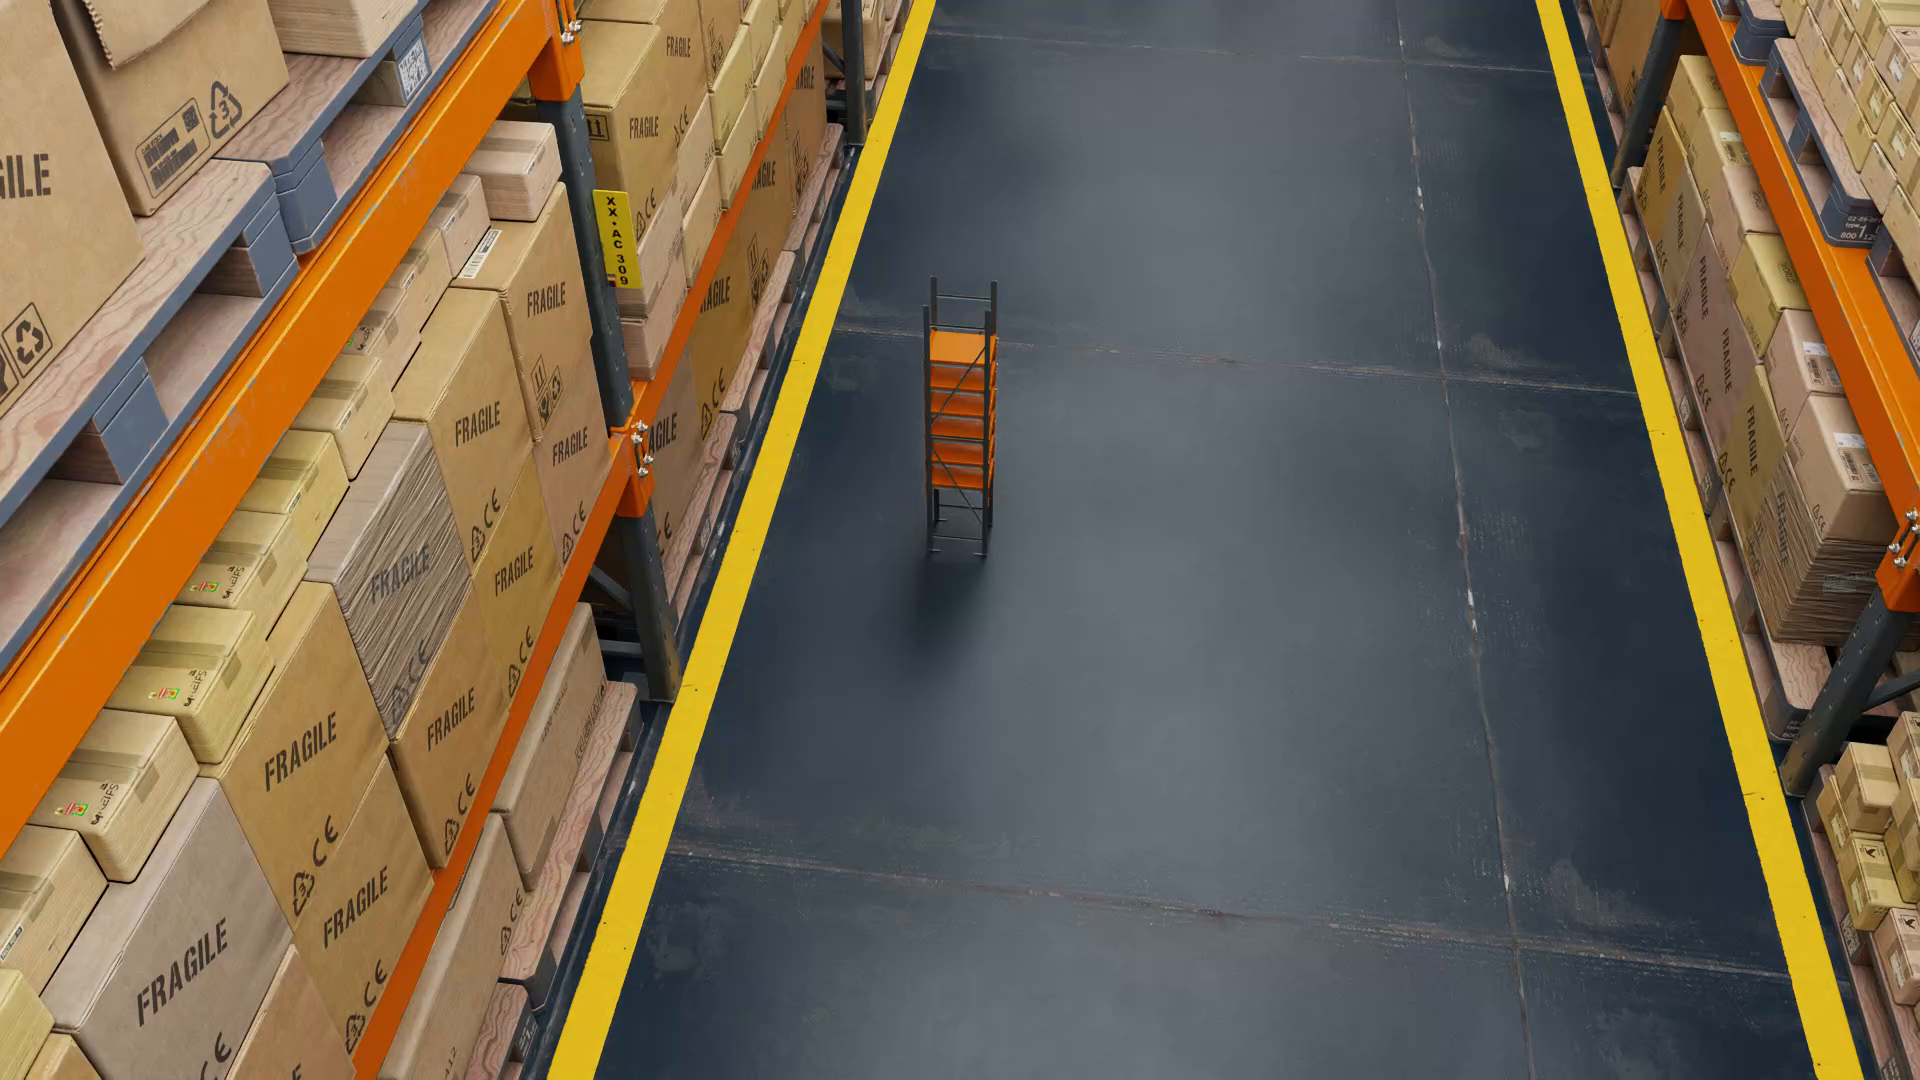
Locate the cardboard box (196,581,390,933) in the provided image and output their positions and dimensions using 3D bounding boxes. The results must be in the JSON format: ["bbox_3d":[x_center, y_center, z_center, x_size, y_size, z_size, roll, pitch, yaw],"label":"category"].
[{"bbox_3d":[-1.533,0.412,3.334,0.500,0.500,0.500,5,44,6],"label":"cardboard box"}]

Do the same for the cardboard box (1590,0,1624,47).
[{"bbox_3d":[4.194,-3.253,9.335,1.050,0.750,0.750,6,44,6],"label":"cardboard box"}]

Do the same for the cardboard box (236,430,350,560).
[{"bbox_3d":[-1.493,-0.100,3.402,0.380,0.149,0.250,4,44,5],"label":"cardboard box"}]

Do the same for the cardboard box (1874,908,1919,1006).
[{"bbox_3d":[3.000,1.269,4.996,0.380,0.149,0.250,5,44,5],"label":"cardboard box"}]

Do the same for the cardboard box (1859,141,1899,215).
[{"bbox_3d":[3.373,-1.246,5.762,0.380,0.149,0.250,4,44,4],"label":"cardboard box"}]

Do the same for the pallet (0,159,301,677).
[{"bbox_3d":[-1.819,-0.241,2.706,1.003,0.211,1.213,5,44,6],"label":"pallet"}]

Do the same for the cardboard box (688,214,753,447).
[{"bbox_3d":[-1.422,-0.997,6.861,0.875,0.875,0.875,6,44,7],"label":"cardboard box"}]

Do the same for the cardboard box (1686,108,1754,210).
[{"bbox_3d":[3.514,-1.638,7.266,0.500,0.250,0.500,5,44,5],"label":"cardboard box"}]

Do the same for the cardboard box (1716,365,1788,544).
[{"bbox_3d":[3.300,-0.310,6.409,0.500,0.500,0.500,4,44,5],"label":"cardboard box"}]

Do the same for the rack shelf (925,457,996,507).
[{"bbox_3d":[0.002,-0.239,6.543,0.258,0.103,0.180,5,44,6],"label":"rack shelf"}]

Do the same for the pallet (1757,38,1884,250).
[{"bbox_3d":[3.691,-1.492,6.284,1.003,0.211,1.213,5,44,6],"label":"pallet"}]

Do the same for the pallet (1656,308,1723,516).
[{"bbox_3d":[3.644,-0.540,7.167,1.003,0.211,1.213,5,44,6],"label":"pallet"}]

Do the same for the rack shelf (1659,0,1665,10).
[{"bbox_3d":[4.177,-4.016,9.333,1.077,0.370,4.000,5,44,6],"label":"rack shelf"}]

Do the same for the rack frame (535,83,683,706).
[{"bbox_3d":[-1.537,-0.570,5.170,1.000,3.000,0.127,5,44,6],"label":"rack frame"}]

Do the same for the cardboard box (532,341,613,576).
[{"bbox_3d":[-1.345,-0.267,4.777,0.500,0.500,0.500,6,44,6],"label":"cardboard box"}]

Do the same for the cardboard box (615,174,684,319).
[{"bbox_3d":[-1.199,-0.971,5.339,0.500,0.250,0.500,4,44,4],"label":"cardboard box"}]

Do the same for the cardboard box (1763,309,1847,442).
[{"bbox_3d":[3.312,-0.585,6.154,0.500,0.250,0.500,7,44,7],"label":"cardboard box"}]

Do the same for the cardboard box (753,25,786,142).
[{"bbox_3d":[-0.991,-1.831,6.612,0.500,0.250,0.500,5,44,5],"label":"cardboard box"}]

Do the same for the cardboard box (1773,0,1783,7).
[{"bbox_3d":[3.582,-2.322,6.898,0.380,0.149,0.250,7,44,8],"label":"cardboard box"}]

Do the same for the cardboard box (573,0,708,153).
[{"bbox_3d":[-1.154,-1.592,5.450,0.500,0.500,0.500,5,44,5],"label":"cardboard box"}]

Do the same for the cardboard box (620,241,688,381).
[{"bbox_3d":[-1.217,-0.791,5.513,0.500,0.250,0.500,4,44,5],"label":"cardboard box"}]

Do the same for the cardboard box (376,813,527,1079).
[{"bbox_3d":[-1.844,1.237,4.820,0.875,0.438,0.875,4,44,4],"label":"cardboard box"}]

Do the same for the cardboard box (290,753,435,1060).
[{"bbox_3d":[-1.543,0.784,3.668,0.500,0.500,0.500,7,44,7],"label":"cardboard box"}]

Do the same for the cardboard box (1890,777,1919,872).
[{"bbox_3d":[3.037,0.876,4.978,0.380,0.149,0.250,7,44,8],"label":"cardboard box"}]

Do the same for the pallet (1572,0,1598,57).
[{"bbox_3d":[4.255,-3.262,10.041,1.003,0.211,1.213,5,44,6],"label":"pallet"}]

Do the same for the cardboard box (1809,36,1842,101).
[{"bbox_3d":[3.480,-1.785,6.331,0.380,0.149,0.250,6,44,6],"label":"cardboard box"}]

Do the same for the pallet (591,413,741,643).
[{"bbox_3d":[-1.509,-0.090,6.691,1.003,0.211,1.213,5,44,6],"label":"pallet"}]

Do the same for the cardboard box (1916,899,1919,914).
[{"bbox_3d":[3.077,1.154,4.901,0.380,0.149,0.250,5,44,5],"label":"cardboard box"}]

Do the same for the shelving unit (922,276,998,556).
[{"bbox_3d":[0.002,-0.446,6.348,0.258,1.200,0.189,5,44,6],"label":"shelving unit"}]

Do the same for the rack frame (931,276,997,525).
[{"bbox_3d":[0.014,-0.508,6.414,0.240,1.200,0.006,5,44,6],"label":"rack frame"}]

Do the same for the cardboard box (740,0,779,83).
[{"bbox_3d":[-1.000,-2.015,6.442,0.500,0.250,0.500,4,44,4],"label":"cardboard box"}]

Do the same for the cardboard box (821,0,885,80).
[{"bbox_3d":[-0.923,-2.878,9.214,0.950,0.372,0.625,3,43,3],"label":"cardboard box"}]

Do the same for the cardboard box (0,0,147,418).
[{"bbox_3d":[-1.650,-0.518,2.483,0.500,0.500,0.500,6,44,6],"label":"cardboard box"}]

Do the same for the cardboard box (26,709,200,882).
[{"bbox_3d":[-1.558,0.422,2.851,0.380,0.149,0.250,6,44,6],"label":"cardboard box"}]

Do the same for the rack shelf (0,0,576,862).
[{"bbox_3d":[-1.801,-0.034,2.946,1.077,0.370,4.000,5,44,6],"label":"rack shelf"}]

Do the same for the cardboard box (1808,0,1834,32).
[{"bbox_3d":[3.517,-2.064,6.409,0.380,0.149,0.250,5,44,6],"label":"cardboard box"}]

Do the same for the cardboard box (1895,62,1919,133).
[{"bbox_3d":[3.384,-1.462,5.557,0.380,0.149,0.250,4,44,4],"label":"cardboard box"}]

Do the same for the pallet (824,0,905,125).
[{"bbox_3d":[-0.903,-2.815,9.570,1.003,0.211,1.213,5,44,6],"label":"pallet"}]

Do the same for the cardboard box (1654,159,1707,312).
[{"bbox_3d":[3.503,-1.358,7.515,0.500,0.500,0.500,6,44,6],"label":"cardboard box"}]

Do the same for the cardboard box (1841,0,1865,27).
[{"bbox_3d":[3.487,-1.999,6.124,0.380,0.149,0.250,6,44,7],"label":"cardboard box"}]

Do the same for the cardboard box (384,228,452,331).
[{"bbox_3d":[-1.447,-0.627,3.959,0.380,0.149,0.250,5,44,6],"label":"cardboard box"}]

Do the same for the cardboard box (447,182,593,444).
[{"bbox_3d":[-1.325,-0.622,4.426,0.500,0.500,0.500,5,44,5],"label":"cardboard box"}]

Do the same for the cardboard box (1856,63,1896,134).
[{"bbox_3d":[3.411,-1.546,5.862,0.380,0.149,0.250,5,44,6],"label":"cardboard box"}]

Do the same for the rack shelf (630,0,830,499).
[{"bbox_3d":[-1.272,-1.671,6.857,1.077,0.370,4.000,5,44,6],"label":"rack shelf"}]

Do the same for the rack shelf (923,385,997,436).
[{"bbox_3d":[0.002,-0.500,6.296,0.258,0.103,0.180,5,44,6],"label":"rack shelf"}]
